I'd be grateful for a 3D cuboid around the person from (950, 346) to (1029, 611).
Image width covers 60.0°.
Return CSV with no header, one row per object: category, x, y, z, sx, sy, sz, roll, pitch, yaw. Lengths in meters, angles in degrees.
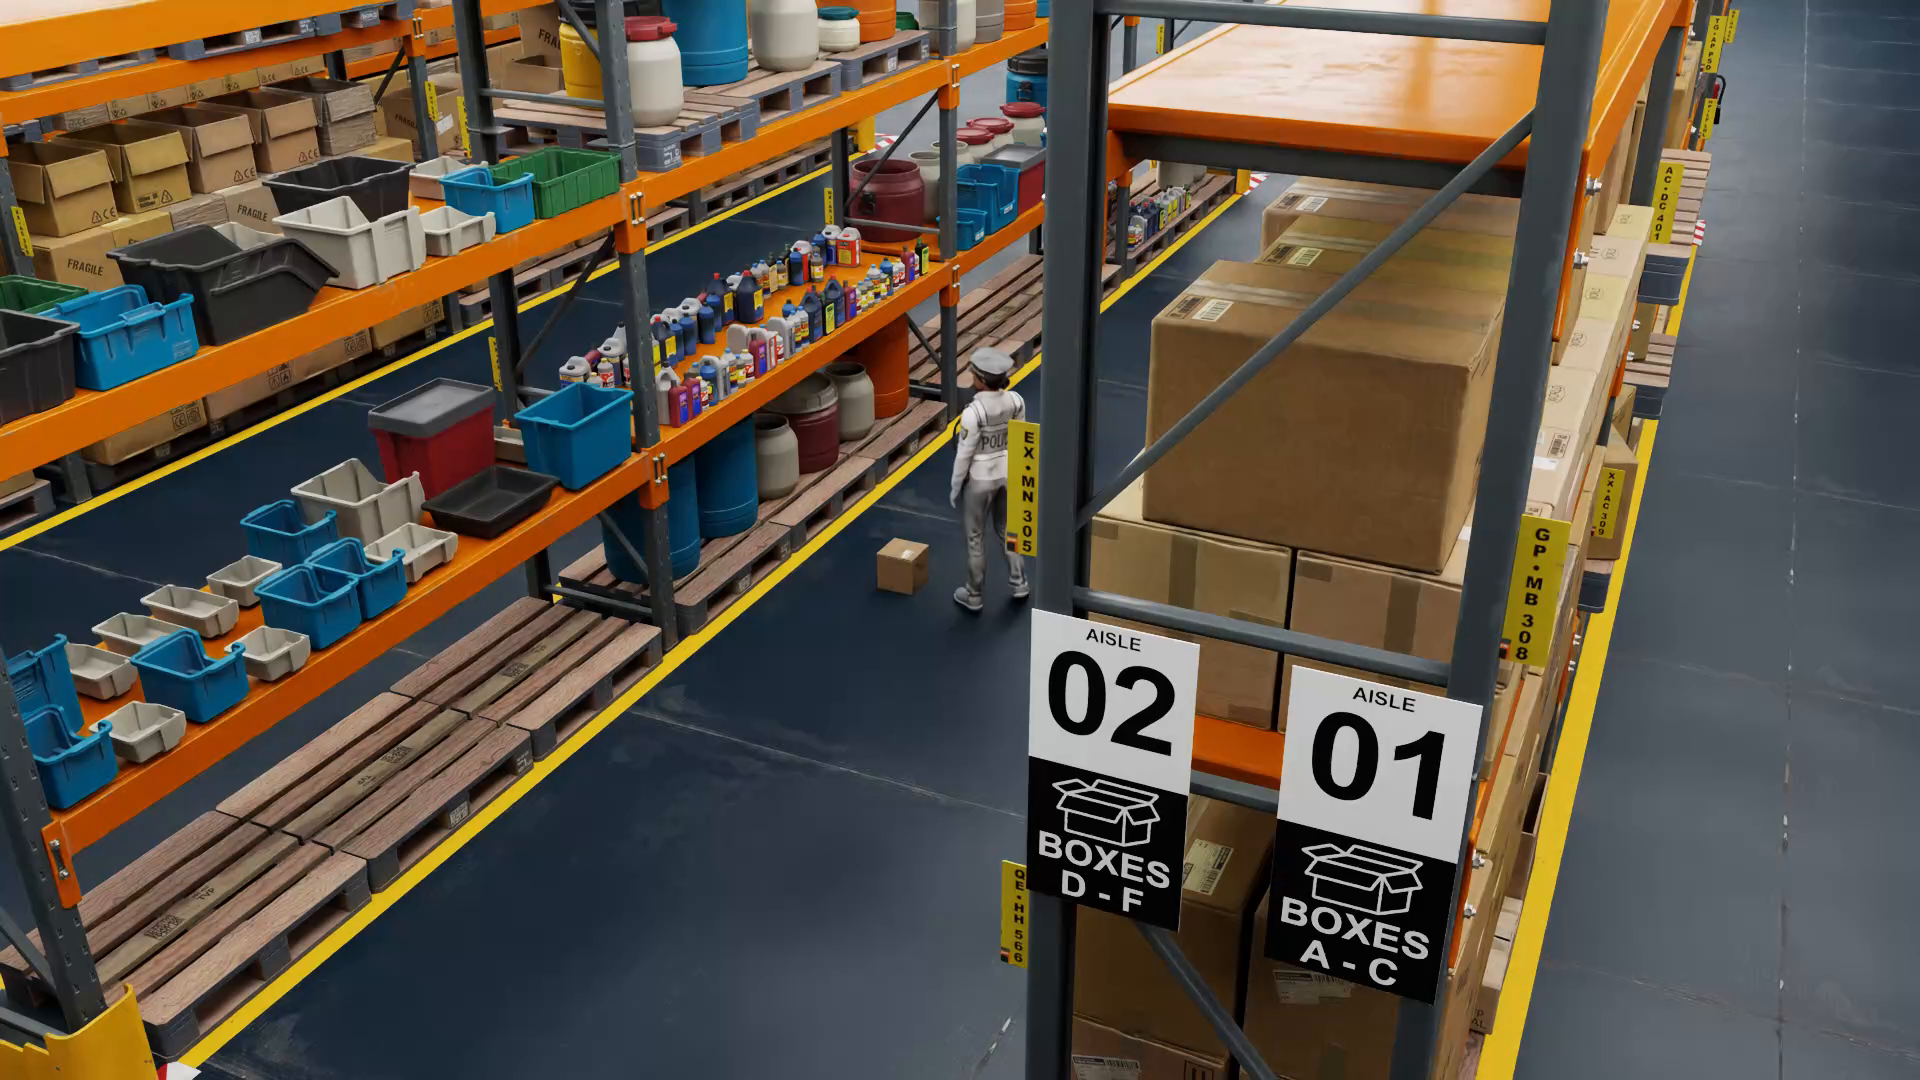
person,0.189,-0.366,10.123,0.568,1.706,0.374,-17,31,-31
